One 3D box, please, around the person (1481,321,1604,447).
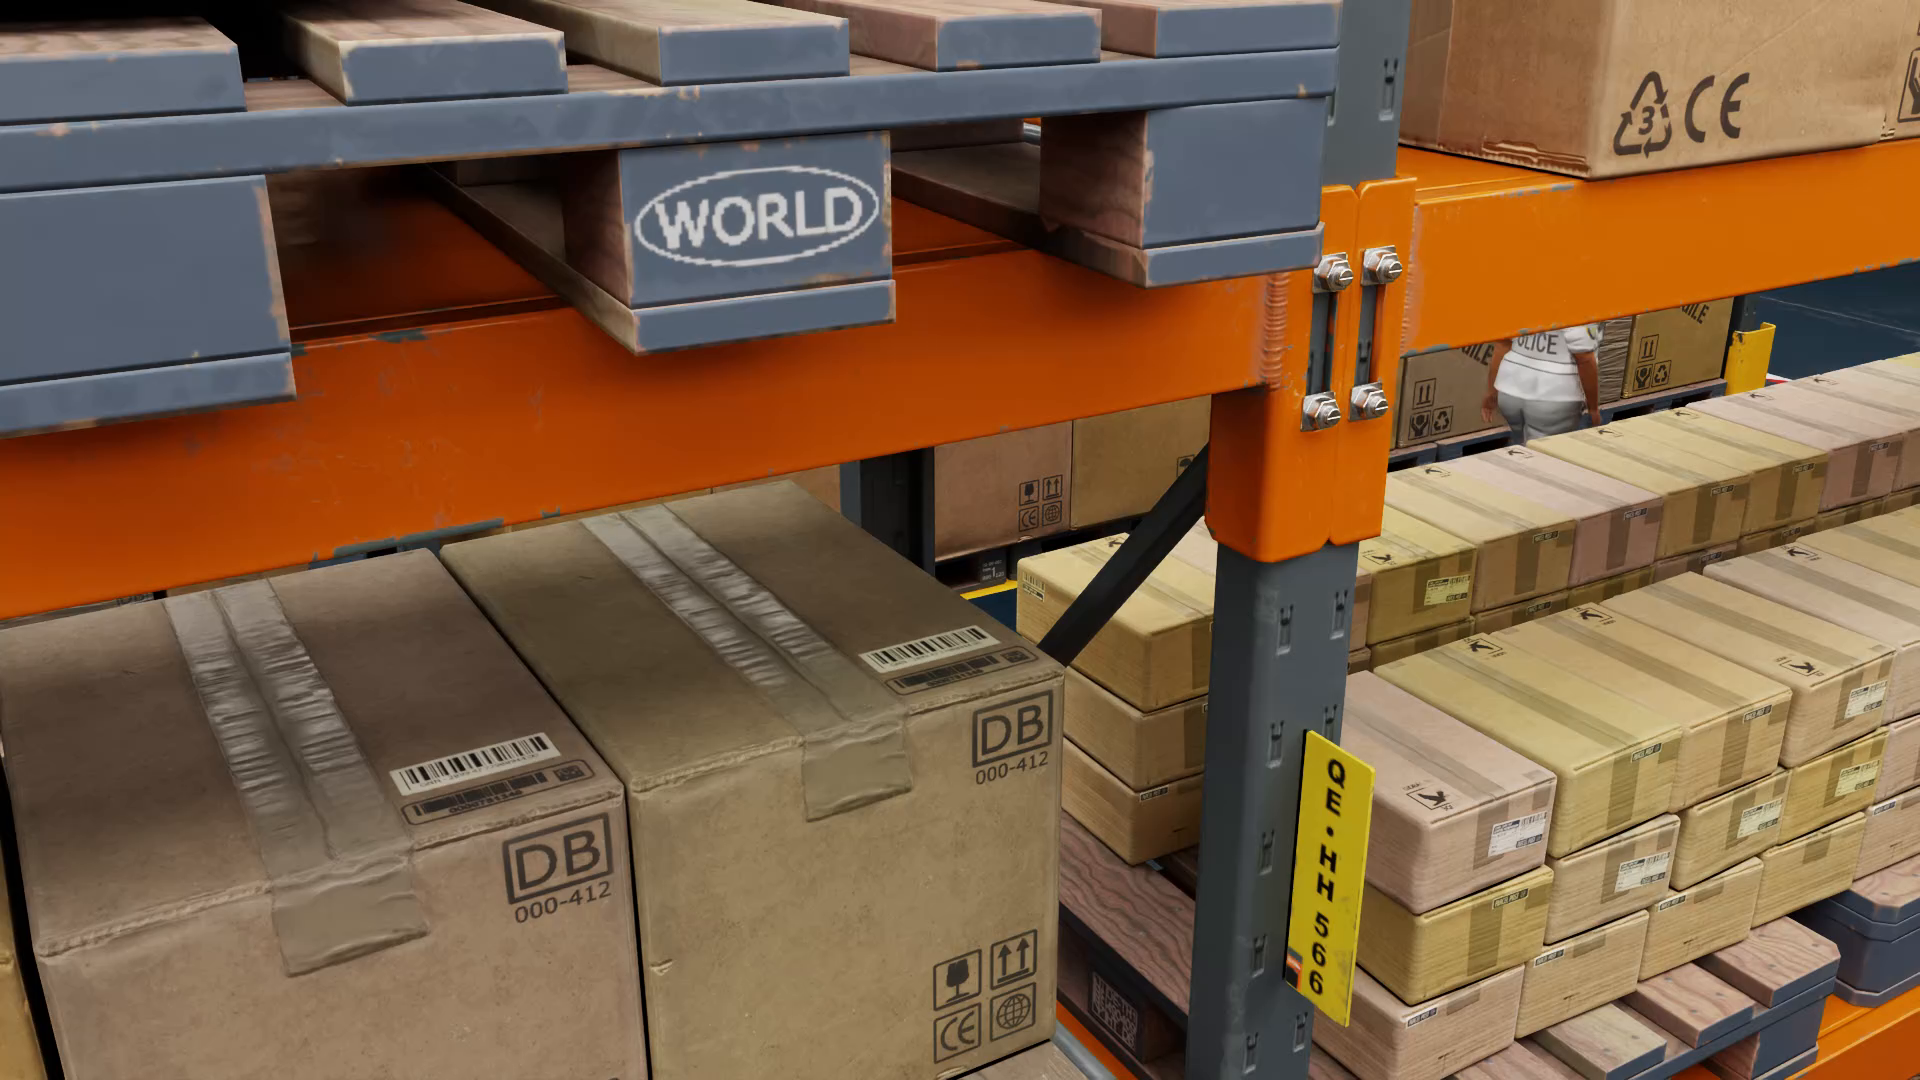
[{"bbox_3d":[2.711,-0.613,7.663,0.630,1.730,0.512,-11,24,-24],"label":"person"}]
